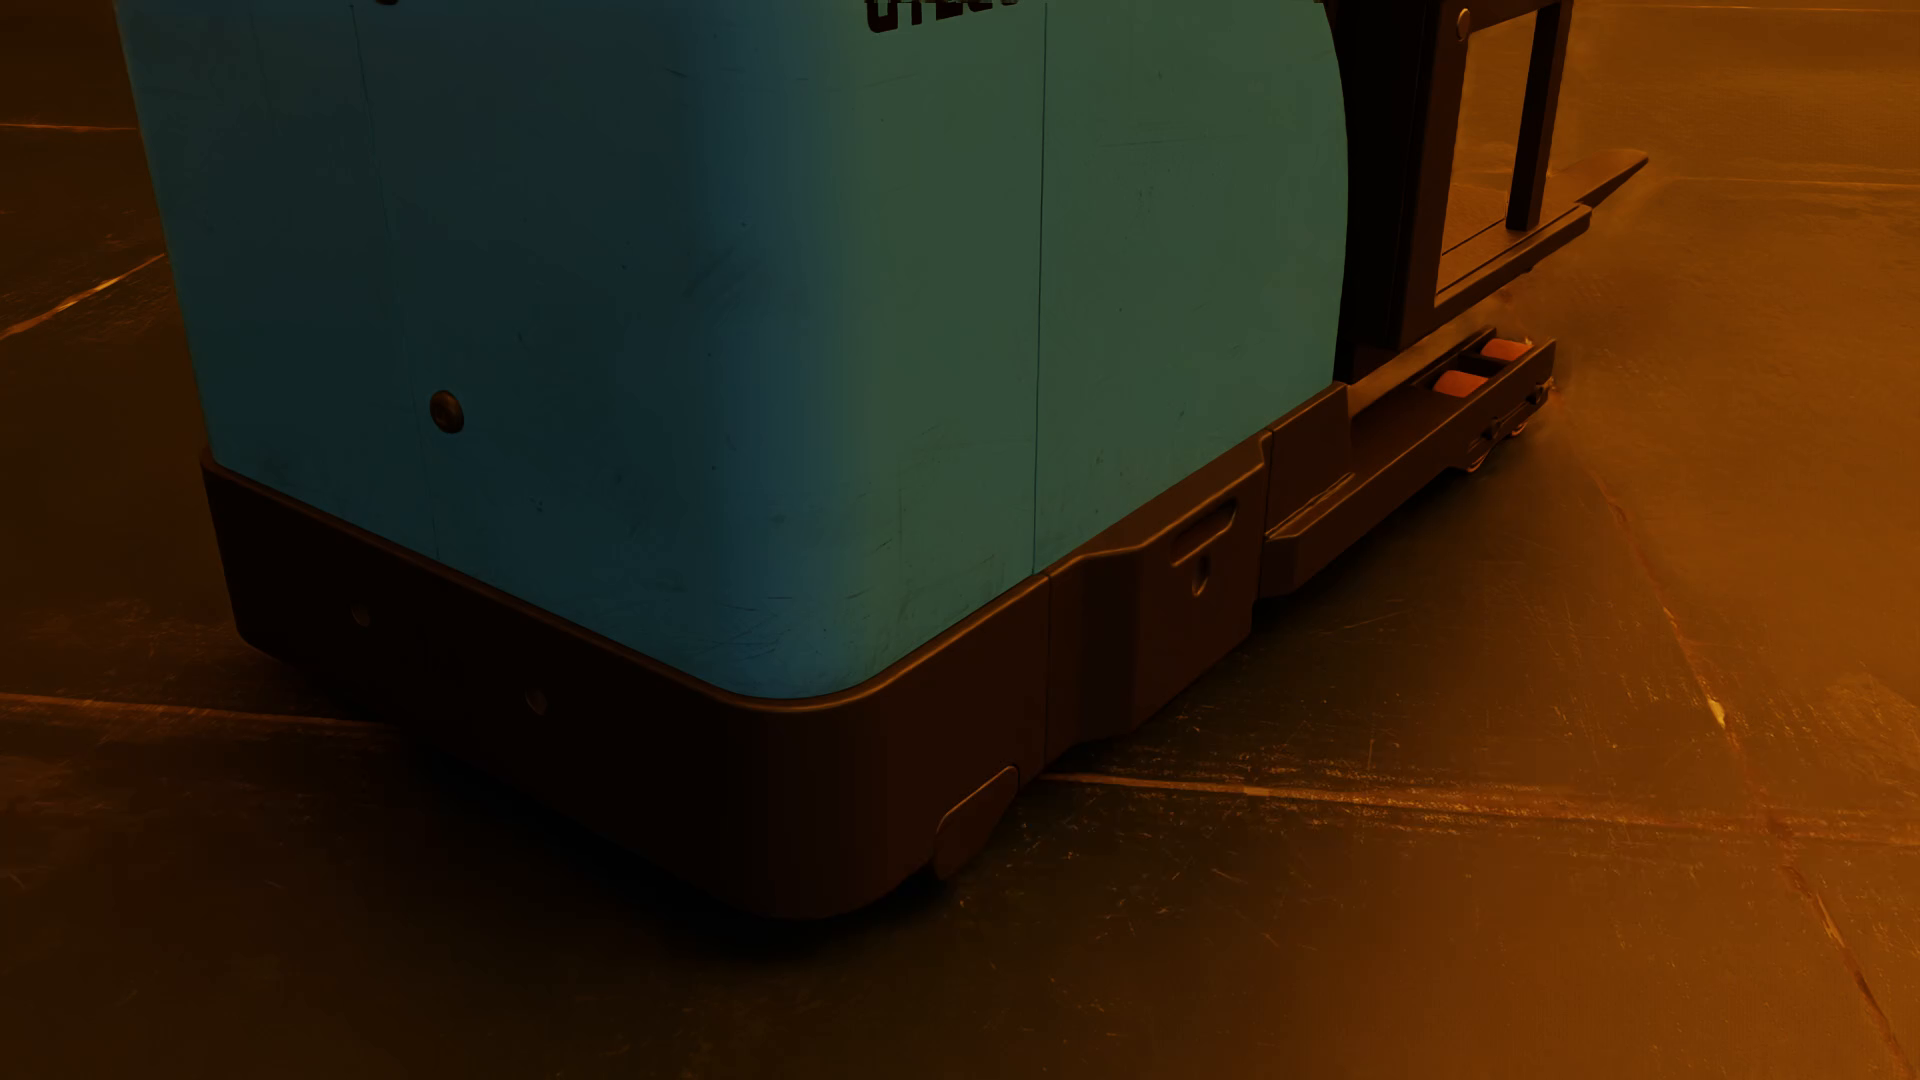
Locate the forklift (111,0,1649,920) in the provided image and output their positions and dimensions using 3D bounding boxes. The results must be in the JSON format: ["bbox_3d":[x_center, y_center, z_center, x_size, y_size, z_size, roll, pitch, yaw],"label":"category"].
[{"bbox_3d":[0.365,-1.540,2.303,1.130,2.935,3.031,19,32,33],"label":"forklift"}]
